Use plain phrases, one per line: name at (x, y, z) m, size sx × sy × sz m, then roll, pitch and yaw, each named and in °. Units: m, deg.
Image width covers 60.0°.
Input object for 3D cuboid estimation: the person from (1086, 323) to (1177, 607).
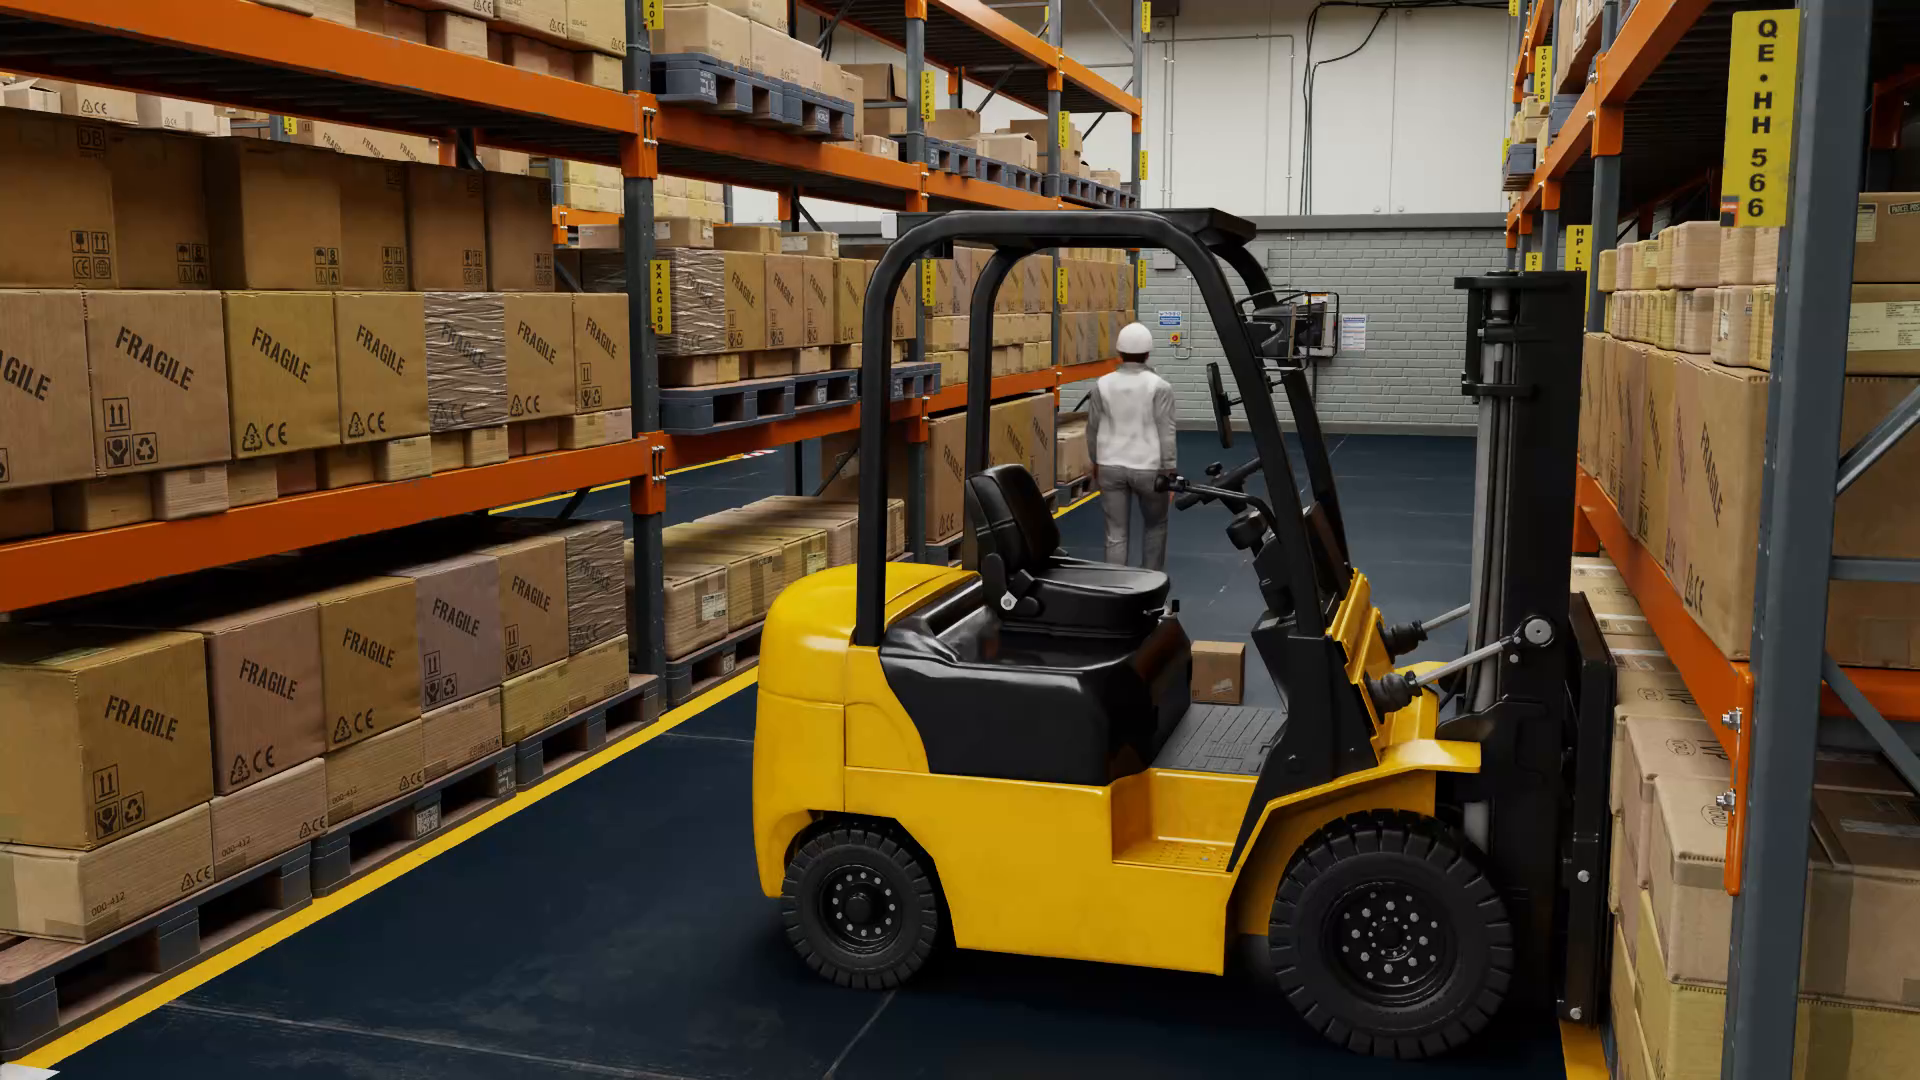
person at (1.062, -0.417, 10.190) m, size 0.584 × 1.818 × 0.715 m, roll 2°, pitch 8°, yaw 14°
